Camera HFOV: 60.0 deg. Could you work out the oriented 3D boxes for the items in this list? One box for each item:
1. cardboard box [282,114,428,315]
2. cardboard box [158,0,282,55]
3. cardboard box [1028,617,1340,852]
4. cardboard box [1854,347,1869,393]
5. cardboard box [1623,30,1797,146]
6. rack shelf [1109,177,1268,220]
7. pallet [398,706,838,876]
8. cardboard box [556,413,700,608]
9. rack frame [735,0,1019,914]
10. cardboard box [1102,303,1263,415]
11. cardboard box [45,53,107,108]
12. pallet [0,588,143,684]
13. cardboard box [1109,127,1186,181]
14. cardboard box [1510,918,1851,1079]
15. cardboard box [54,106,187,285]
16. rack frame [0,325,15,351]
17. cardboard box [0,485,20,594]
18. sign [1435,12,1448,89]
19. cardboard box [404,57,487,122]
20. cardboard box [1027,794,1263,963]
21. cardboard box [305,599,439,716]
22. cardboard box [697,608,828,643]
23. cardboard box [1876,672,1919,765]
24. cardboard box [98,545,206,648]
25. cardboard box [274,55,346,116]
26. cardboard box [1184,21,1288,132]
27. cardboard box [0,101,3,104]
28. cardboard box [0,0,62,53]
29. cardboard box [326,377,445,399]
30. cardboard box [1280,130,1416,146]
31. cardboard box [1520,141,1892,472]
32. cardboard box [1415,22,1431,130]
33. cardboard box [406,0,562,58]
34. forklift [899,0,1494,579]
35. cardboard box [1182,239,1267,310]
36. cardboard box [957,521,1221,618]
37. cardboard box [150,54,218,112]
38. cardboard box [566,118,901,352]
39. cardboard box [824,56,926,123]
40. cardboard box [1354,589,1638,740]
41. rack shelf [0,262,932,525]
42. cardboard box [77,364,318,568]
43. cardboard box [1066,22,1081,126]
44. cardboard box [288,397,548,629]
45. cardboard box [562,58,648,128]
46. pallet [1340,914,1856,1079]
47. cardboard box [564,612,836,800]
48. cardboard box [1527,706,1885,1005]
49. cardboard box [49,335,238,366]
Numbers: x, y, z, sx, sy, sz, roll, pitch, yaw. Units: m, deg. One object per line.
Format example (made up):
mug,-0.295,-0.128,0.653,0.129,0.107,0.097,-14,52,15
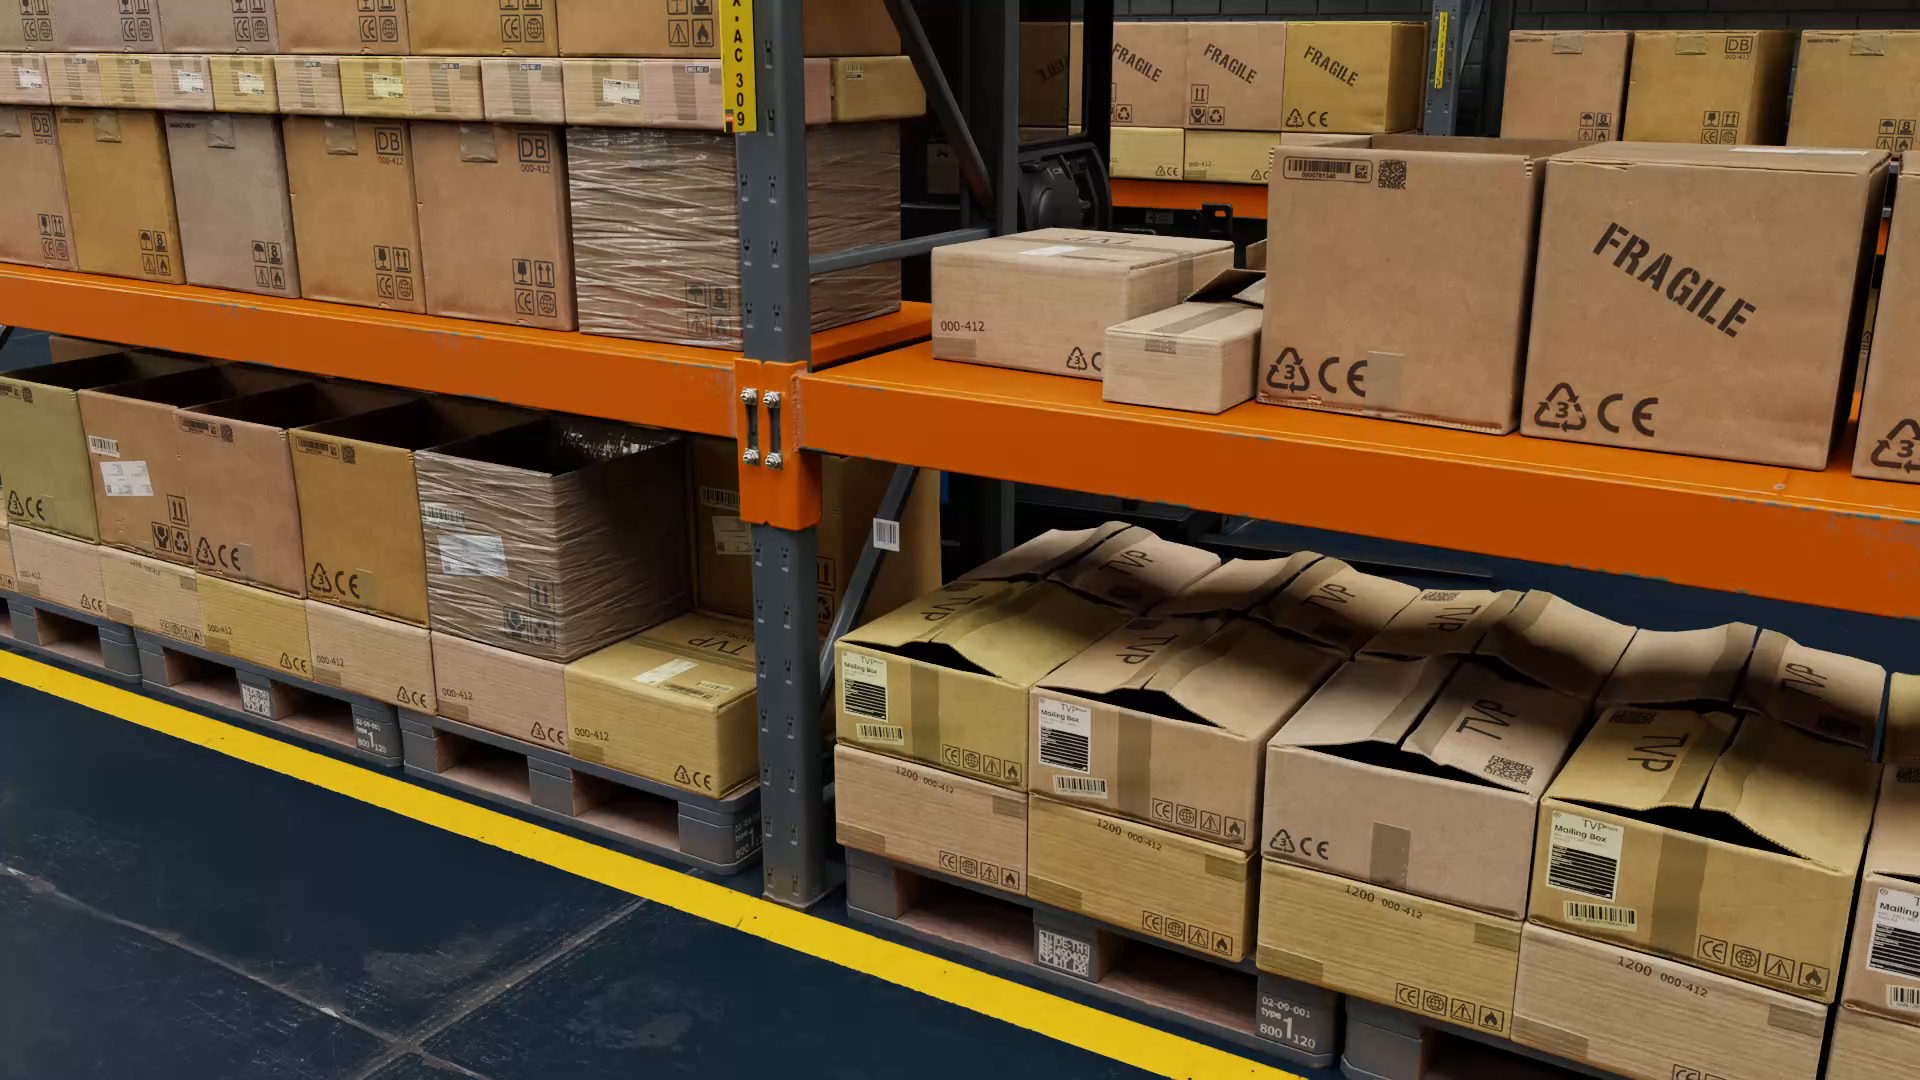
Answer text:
cardboard box,-1.421,-0.949,4.674,0.500,0.500,0.700,10,20,31
cardboard box,-1.826,-1.643,4.726,0.500,0.500,0.700,10,20,30
cardboard box,0.484,0.369,3.550,0.500,0.311,0.500,10,19,29
cardboard box,3.944,-0.660,7.437,0.500,0.500,0.700,10,20,31
cardboard box,3.316,-1.993,7.352,0.500,0.500,0.700,13,21,36
rack shelf,0.724,-1.867,9.105,4.000,0.370,1.077,10,20,30
pallet,-0.817,0.523,4.796,1.213,0.211,1.003,10,20,30
cardboard box,-0.823,-0.146,4.919,0.500,0.500,0.500,10,20,30
rack frame,-0.162,-0.680,3.958,0.127,3.000,1.000,10,20,30
cardboard box,0.487,-0.374,3.384,0.250,0.149,0.380,10,20,30
cardboard box,-2.468,-1.377,4.965,0.250,0.149,0.380,9,19,28
pallet,-2.896,0.152,6.018,1.213,0.211,1.003,10,20,30
cardboard box,1.009,-1.993,8.504,0.500,0.250,0.500,10,20,30
cardboard box,1.363,0.791,3.123,0.500,0.250,0.500,11,20,31
cardboard box,-2.309,-1.106,5.190,0.500,0.500,0.700,10,20,30
rack frame,-3.570,-1.288,5.961,0.127,3.000,1.000,10,20,30
cardboard box,-3.229,-0.037,5.850,0.500,0.250,0.500,10,20,30
sign,2.150,-2.186,7.427,0.005,0.325,0.100,10,20,30
cardboard box,-1.164,-1.143,4.196,0.250,0.149,0.380,10,20,30
cardboard box,0.487,0.636,3.636,0.500,0.250,0.500,11,20,31
cardboard box,-1.526,0.268,4.848,0.500,0.250,0.500,10,20,30
cardboard box,-0.398,0.289,4.776,0.500,0.250,0.500,10,20,30
cardboard box,2.069,0.467,3.228,0.500,0.311,0.500,10,19,29
cardboard box,-2.376,0.114,5.352,0.500,0.250,0.500,10,20,30
cardboard box,-1.587,-1.220,4.448,0.250,0.149,0.380,11,20,32
cardboard box,1.435,-2.274,8.139,0.500,0.500,0.500,10,20,30
cardboard box,-2.910,-1.456,5.224,0.250,0.149,0.380,10,20,30
cardboard box,-2.683,-1.796,5.229,0.500,0.500,0.700,10,19,29
cardboard box,-1.672,-0.300,5.425,0.500,0.500,0.500,10,20,30
cardboard box,1.866,-1.842,8.008,0.500,0.250,0.500,10,20,30
cardboard box,1.360,-0.450,3.031,0.500,0.500,0.500,10,20,30
cardboard box,2.137,-2.327,8.315,0.500,0.500,0.500,10,19,29
cardboard box,-0.974,-1.491,4.224,0.500,0.500,0.700,10,20,30
forklift,0.573,-1.328,6.211,3.031,2.935,1.130,7,18,23
cardboard box,0.684,-0.527,3.687,0.258,0.266,0.396,10,19,29
cardboard box,0.334,0.157,4.246,0.500,0.311,0.500,10,20,30
cardboard box,-2.039,-1.299,4.710,0.250,0.149,0.380,10,20,31
cardboard box,-0.543,-0.794,4.161,0.500,0.500,0.700,10,19,29
cardboard box,-0.289,-1.127,4.142,0.250,0.149,0.380,10,20,30
cardboard box,1.204,0.311,3.739,0.500,0.311,0.500,10,20,30
rack shelf,-1.866,-0.640,5.064,4.000,0.370,1.077,10,20,30
cardboard box,-2.370,-0.247,5.252,0.500,0.500,0.500,10,20,30
cardboard box,0.568,-2.432,8.660,0.500,0.500,0.500,11,20,32
cardboard box,-1.519,-0.094,4.749,0.500,0.500,0.500,10,20,30
cardboard box,-0.715,-1.064,3.936,0.250,0.149,0.380,10,19,29
pallet,1.530,0.942,3.416,1.213,0.211,1.003,10,20,30
cardboard box,-0.671,0.418,4.351,0.500,0.250,0.500,10,20,30
cardboard box,1.371,0.525,3.037,0.500,0.311,0.500,11,20,32
cardboard box,-2.957,-0.524,6.165,0.500,0.500,0.500,10,20,30
